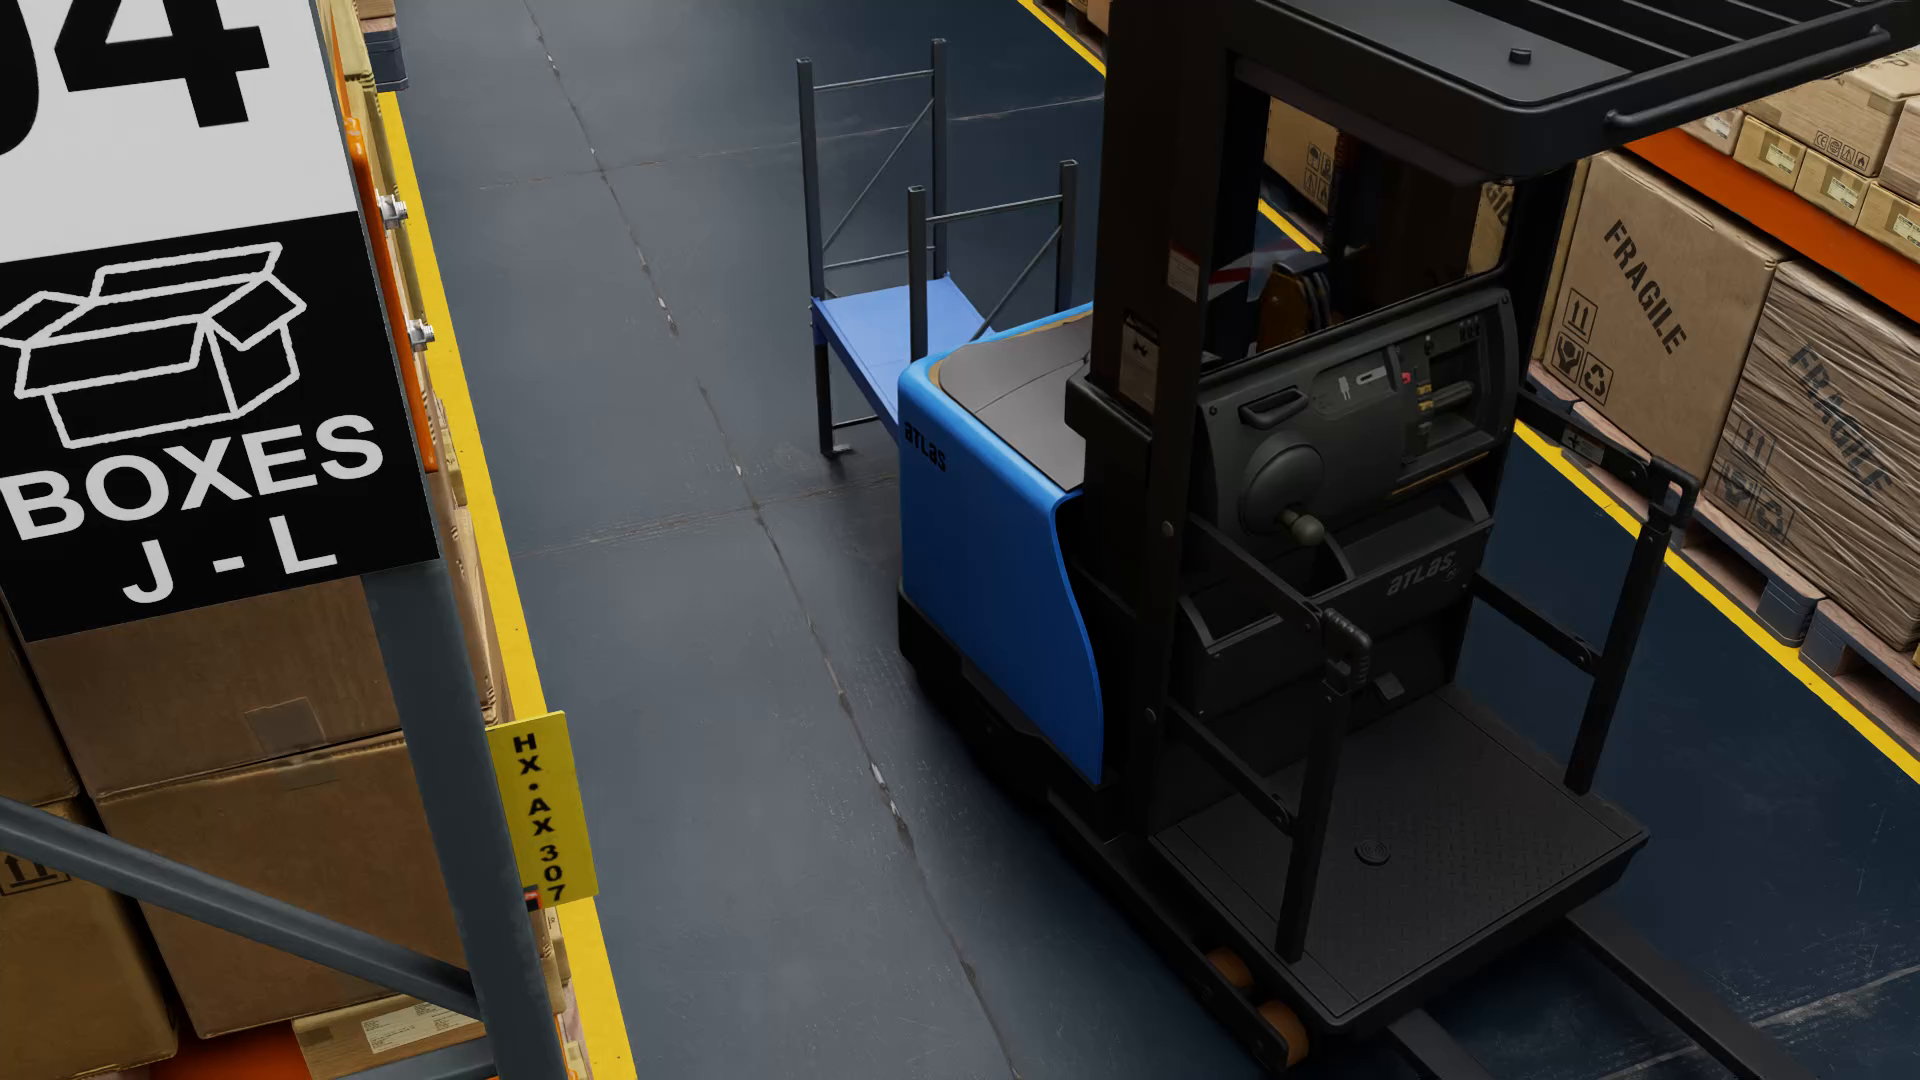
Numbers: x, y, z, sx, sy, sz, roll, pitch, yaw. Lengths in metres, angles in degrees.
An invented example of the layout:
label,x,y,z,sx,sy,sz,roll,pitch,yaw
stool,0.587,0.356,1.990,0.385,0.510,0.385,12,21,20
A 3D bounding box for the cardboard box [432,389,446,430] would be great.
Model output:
label,x,y,z,sx,sy,sz,roll,pitch,yaw
cardboard box,-1.896,-0.341,5.483,0.380,0.149,0.250,-14,39,-18

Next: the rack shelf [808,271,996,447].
label,x,y,z,sx,sy,sz,roll,pitch,yaw
rack shelf,-0.094,-0.549,5.531,0.538,0.185,1.000,-13,39,-17

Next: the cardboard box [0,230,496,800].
label,x,y,z,sx,sy,sz,roll,pitch,yaw
cardboard box,-0.937,-0.063,2.179,0.500,0.500,0.500,-13,39,-16

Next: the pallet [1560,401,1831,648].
label,x,y,z,sx,sy,sz,roll,pitch,yaw
pallet,2.896,-0.176,5.808,1.003,0.211,1.213,-12,39,-16

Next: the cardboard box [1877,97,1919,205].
label,x,y,z,sx,sy,sz,roll,pitch,yaw
cardboard box,2.895,-1.018,4.486,0.500,0.250,0.500,-14,39,-17

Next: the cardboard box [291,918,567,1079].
label,x,y,z,sx,sy,sz,roll,pitch,yaw
cardboard box,-0.835,0.653,2.599,0.380,0.149,0.250,-13,39,-16

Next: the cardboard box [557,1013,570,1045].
label,x,y,z,sx,sy,sz,roll,pitch,yaw
cardboard box,-1.012,1.140,3.516,0.380,0.149,0.250,-13,39,-16

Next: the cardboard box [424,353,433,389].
label,x,y,z,sx,sy,sz,roll,pitch,yaw
cardboard box,-2.001,-0.492,5.683,0.380,0.149,0.250,-12,39,-15

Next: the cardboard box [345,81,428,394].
label,x,y,z,sx,sy,sz,roll,pitch,yaw
cardboard box,-1.116,-0.347,2.556,0.500,0.500,0.500,-11,38,-15

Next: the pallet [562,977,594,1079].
label,x,y,z,sx,sy,sz,roll,pitch,yaw
pallet,-1.304,1.408,3.705,1.003,0.211,1.213,-12,39,-16

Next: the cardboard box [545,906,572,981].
label,x,y,z,sx,sy,sz,roll,pitch,yaw
cardboard box,-1.067,0.871,3.627,0.380,0.149,0.250,-13,39,-16

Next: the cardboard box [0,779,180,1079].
label,x,y,z,sx,sy,sz,roll,pitch,yaw
cardboard box,-1.428,0.444,2.337,0.500,0.500,0.500,-12,39,-15

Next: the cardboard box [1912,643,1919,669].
label,x,y,z,sx,sy,sz,roll,pitch,yaw
cardboard box,3.365,0.170,4.448,0.875,0.875,0.875,-12,39,-16

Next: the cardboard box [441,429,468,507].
label,x,y,z,sx,sy,sz,roll,pitch,yaw
cardboard box,-1.787,-0.194,5.287,0.380,0.149,0.250,-14,39,-18

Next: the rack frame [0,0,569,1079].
label,x,y,z,sx,sy,sz,roll,pitch,yaw
rack frame,-1.028,0.803,2.191,0.949,2.616,0.053,-12,39,-16

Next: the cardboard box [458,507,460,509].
label,x,y,z,sx,sy,sz,roll,pitch,yaw
cardboard box,-1.791,-0.034,5.322,0.380,0.149,0.250,-14,39,-17

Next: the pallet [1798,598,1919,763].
label,x,y,z,sx,sy,sz,roll,pitch,yaw
pallet,3.312,0.512,4.895,1.003,0.211,1.213,-12,39,-16

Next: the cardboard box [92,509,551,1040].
label,x,y,z,sx,sy,sz,roll,pitch,yaw
cardboard box,-0.926,0.334,2.483,0.500,0.500,0.500,-11,38,-14

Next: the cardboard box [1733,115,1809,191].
label,x,y,z,sx,sy,sz,roll,pitch,yaw
cardboard box,2.611,-1.209,5.071,0.380,0.149,0.250,-14,39,-17

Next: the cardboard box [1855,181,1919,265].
label,x,y,z,sx,sy,sz,roll,pitch,yaw
cardboard box,2.786,-0.922,4.690,0.380,0.149,0.250,-12,39,-16

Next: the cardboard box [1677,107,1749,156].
label,x,y,z,sx,sy,sz,roll,pitch,yaw
cardboard box,2.520,-1.357,5.268,0.380,0.149,0.250,-12,39,-15

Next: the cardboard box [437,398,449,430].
label,x,y,z,sx,sy,sz,roll,pitch,yaw
cardboard box,-1.953,-0.334,5.721,0.380,0.149,0.250,-12,39,-15

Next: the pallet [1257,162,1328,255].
label,x,y,z,sx,sy,sz,roll,pitch,yaw
pallet,1.948,-1.732,7.874,1.003,0.211,1.213,-12,39,-16

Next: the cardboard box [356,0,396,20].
label,x,y,z,sx,sy,sz,roll,pitch,yaw
cardboard box,-2.112,-1.841,5.561,0.380,0.149,0.250,-14,39,-18

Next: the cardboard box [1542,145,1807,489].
label,x,y,z,sx,sy,sz,roll,pitch,yaw
cardboard box,2.746,-0.847,5.798,0.875,0.875,0.875,-12,39,-16

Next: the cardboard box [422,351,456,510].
label,x,y,z,sx,sy,sz,roll,pitch,yaw
cardboard box,-1.291,-0.242,3.248,0.500,0.500,0.500,-12,39,-15

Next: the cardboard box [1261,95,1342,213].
label,x,y,z,sx,sy,sz,roll,pitch,yaw
cardboard box,2.045,-2.102,7.465,1.225,0.875,0.875,-12,39,-16

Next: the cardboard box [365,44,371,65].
label,x,y,z,sx,sy,sz,roll,pitch,yaw
cardboard box,-1.798,-1.106,4.395,0.500,0.500,0.500,-13,39,-17

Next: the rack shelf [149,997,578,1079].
label,x,y,z,sx,sy,sz,roll,pitch,yaw
rack shelf,-1.720,-0.039,3.906,1.077,0.370,4.000,-12,39,-16

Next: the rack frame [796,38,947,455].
label,x,y,z,sx,sy,sz,roll,pitch,yaw
rack frame,-0.282,-0.976,5.800,0.500,1.500,0.032,-13,39,-17

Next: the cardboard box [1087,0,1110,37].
label,x,y,z,sx,sy,sz,roll,pitch,yaw
cardboard box,1.425,-3.105,8.796,1.225,0.875,0.875,-12,39,-16

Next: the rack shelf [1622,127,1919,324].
label,x,y,z,sx,sy,sz,roll,pitch,yaw
rack shelf,2.972,-1.009,5.194,1.077,0.370,4.000,-12,39,-16

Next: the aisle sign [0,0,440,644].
label,x,y,z,sx,sy,sz,roll,pitch,yaw
aisle sign,-0.725,-0.256,1.435,0.394,0.787,0.004,-12,39,-16

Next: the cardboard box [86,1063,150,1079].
label,x,y,z,sx,sy,sz,roll,pitch,yaw
cardboard box,-1.409,0.778,2.432,0.380,0.149,0.250,-12,39,-16

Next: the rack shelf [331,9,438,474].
label,x,y,z,sx,sy,sz,roll,pitch,yaw
rack shelf,-1.720,-1.237,3.004,1.077,0.370,4.000,-12,39,-16

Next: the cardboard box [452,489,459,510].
label,x,y,z,sx,sy,sz,roll,pitch,yaw
cardboard box,-1.627,-0.004,4.788,0.380,0.149,0.250,-14,39,-18

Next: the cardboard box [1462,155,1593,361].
label,x,y,z,sx,sy,sz,roll,pitch,yaw
cardboard box,2.436,-1.355,6.473,0.875,0.875,0.875,-12,39,-16

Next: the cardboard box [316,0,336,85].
label,x,y,z,sx,sy,sz,roll,pitch,yaw
cardboard box,-0.946,-0.641,1.740,0.500,0.250,0.500,-11,38,-14

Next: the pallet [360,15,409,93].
label,x,y,z,sx,sy,sz,roll,pitch,yaw
pallet,-2.534,-1.841,5.861,1.003,0.211,1.213,-12,39,-16

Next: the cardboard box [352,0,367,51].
label,x,y,z,sx,sy,sz,roll,pitch,yaw
cardboard box,-1.453,-0.932,3.333,0.500,0.500,0.500,-14,39,-17

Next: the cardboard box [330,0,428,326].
label,x,y,z,sx,sy,sz,roll,pitch,yaw
cardboard box,-1.274,-0.645,2.952,0.500,0.500,0.500,-13,39,-17

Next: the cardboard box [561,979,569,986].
label,x,y,z,sx,sy,sz,roll,pitch,yaw
cardboard box,-1.155,0.975,3.982,0.380,0.149,0.250,-12,39,-15

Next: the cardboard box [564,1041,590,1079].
label,x,y,z,sx,sy,sz,roll,pitch,yaw
cardboard box,-0.893,1.171,3.229,0.380,0.149,0.250,-14,39,-18

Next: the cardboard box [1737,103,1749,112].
label,x,y,z,sx,sy,sz,roll,pitch,yaw
cardboard box,2.550,-1.592,5.247,0.500,0.250,0.500,-12,38,-15

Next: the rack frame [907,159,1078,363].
label,x,y,z,sx,sy,sz,roll,pitch,yaw
rack frame,0.094,-0.408,5.045,0.500,1.500,0.032,-13,39,-17

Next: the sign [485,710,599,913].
label,x,y,z,sx,sy,sz,roll,pitch,yaw
sign,-0.522,0.345,2.079,0.100,0.325,0.005,-12,39,-16

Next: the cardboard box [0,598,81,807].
label,x,y,z,sx,sy,sz,roll,pitch,yaw
cardboard box,-1.422,0.039,2.044,0.500,0.500,0.500,-13,39,-17

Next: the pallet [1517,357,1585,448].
label,x,y,z,sx,sy,sz,roll,pitch,yaw
pallet,2.472,-0.866,6.725,1.003,0.211,1.213,-12,39,-16

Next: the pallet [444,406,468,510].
label,x,y,z,sx,sy,sz,roll,pitch,yaw
pallet,-2.143,0.030,5.535,1.003,0.211,1.213,-12,39,-16

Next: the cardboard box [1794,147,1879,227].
label,x,y,z,sx,sy,sz,roll,pitch,yaw
cardboard box,2.703,-1.062,4.876,0.380,0.149,0.250,-12,39,-15

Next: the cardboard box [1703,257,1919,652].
label,x,y,z,sx,sy,sz,roll,pitch,yaw
cardboard box,3.052,-0.344,5.131,0.875,0.875,0.875,-12,39,-16

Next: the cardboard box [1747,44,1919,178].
label,x,y,z,sx,sy,sz,roll,pitch,yaw
cardboard box,2.712,-1.311,4.875,0.500,0.250,0.500,-12,39,-16

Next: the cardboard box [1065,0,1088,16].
label,x,y,z,sx,sy,sz,roll,pitch,yaw
cardboard box,1.125,-3.610,9.467,1.225,0.875,0.875,-14,39,-18

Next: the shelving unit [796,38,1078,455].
label,x,y,z,sx,sy,sz,roll,pitch,yaw
shelving unit,-0.094,-0.692,5.423,0.538,1.500,1.048,-13,39,-17

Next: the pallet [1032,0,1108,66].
label,x,y,z,sx,sy,sz,roll,pitch,yaw
pallet,1.108,-3.111,9.704,1.003,0.211,1.213,-12,39,-16

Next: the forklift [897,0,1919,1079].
label,x,y,z,sx,sy,sz,roll,pitch,yaw
forklift,1.032,-0.213,3.597,1.130,2.935,3.031,-21,42,-26
